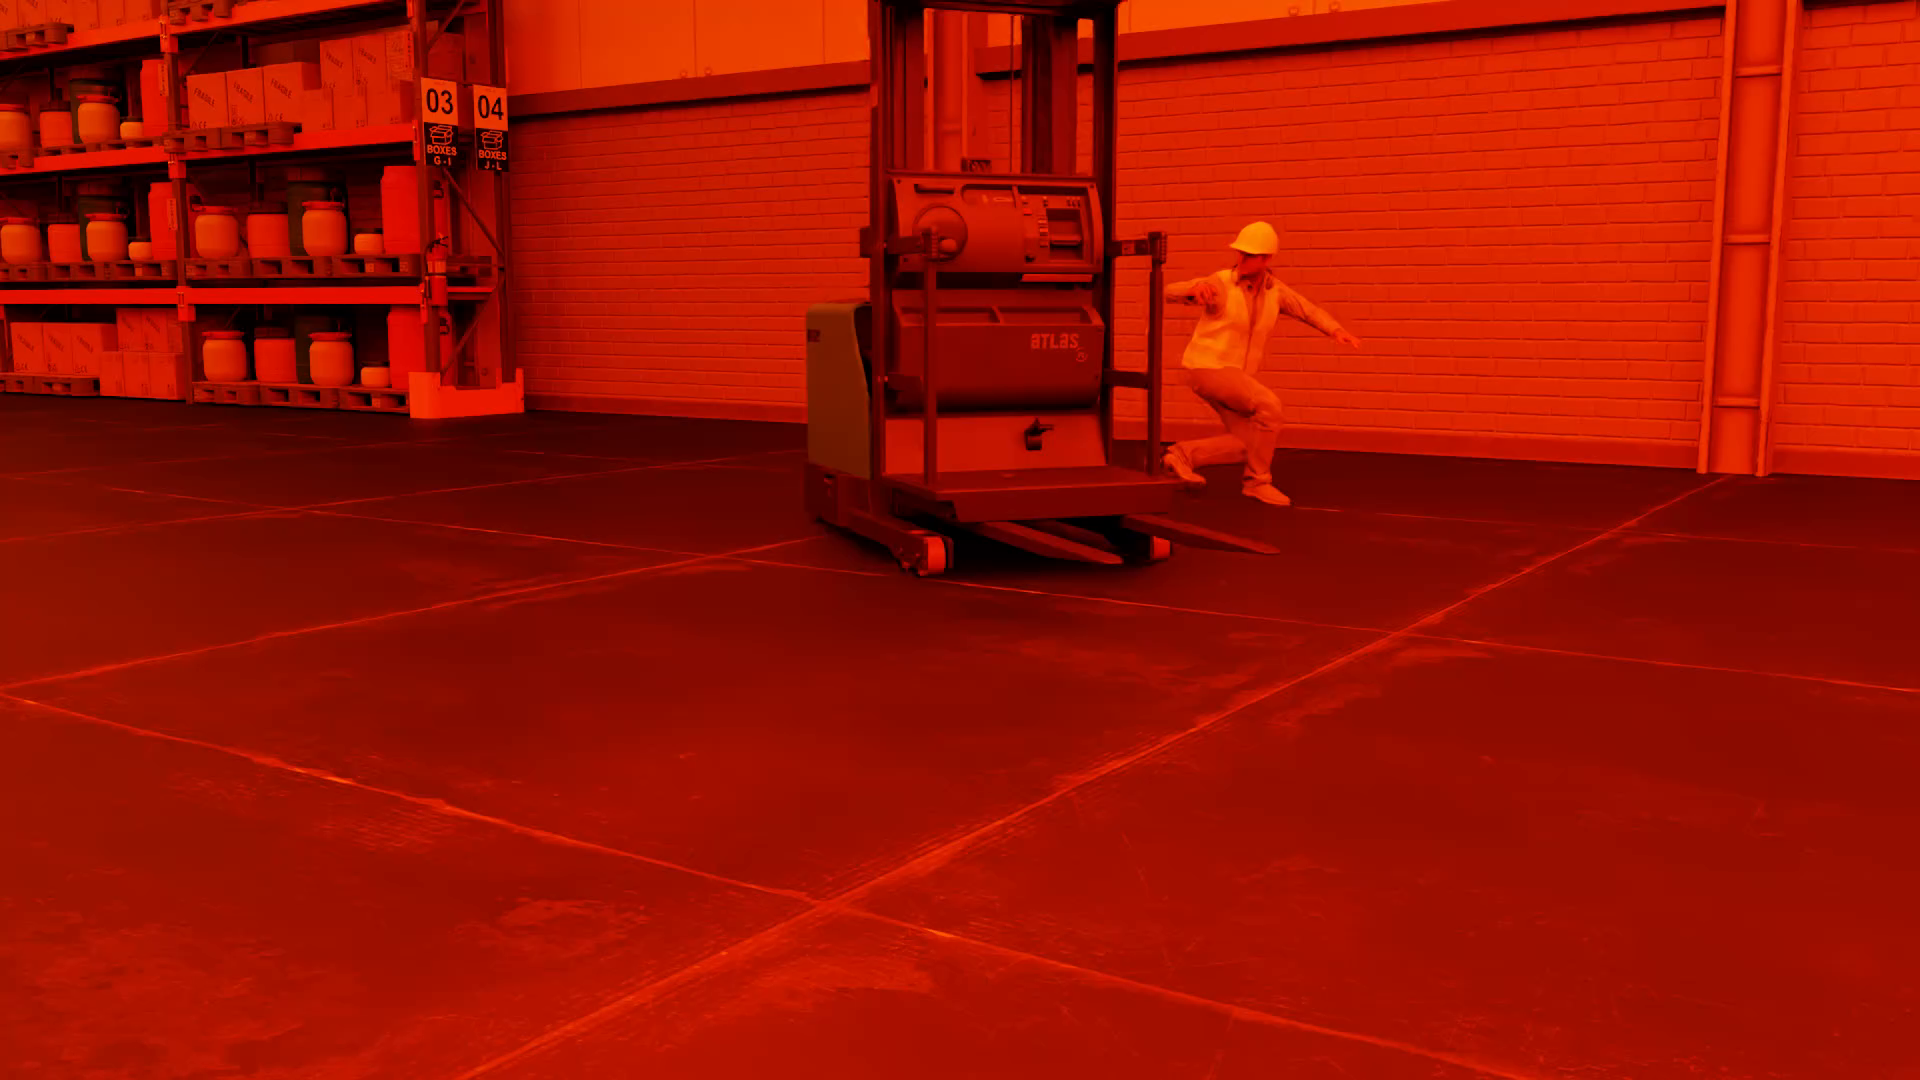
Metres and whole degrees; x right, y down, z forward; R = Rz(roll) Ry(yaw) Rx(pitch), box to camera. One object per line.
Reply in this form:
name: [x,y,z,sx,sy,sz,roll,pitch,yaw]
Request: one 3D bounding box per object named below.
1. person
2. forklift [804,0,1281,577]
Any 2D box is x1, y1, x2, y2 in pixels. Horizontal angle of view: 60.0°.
person: [1.551,-0.936,8.886,0.807,1.510,1.079,-8,11,-44]
forklift: [0.246,-1.370,6.827,1.130,2.935,3.031,-3,9,-21]
